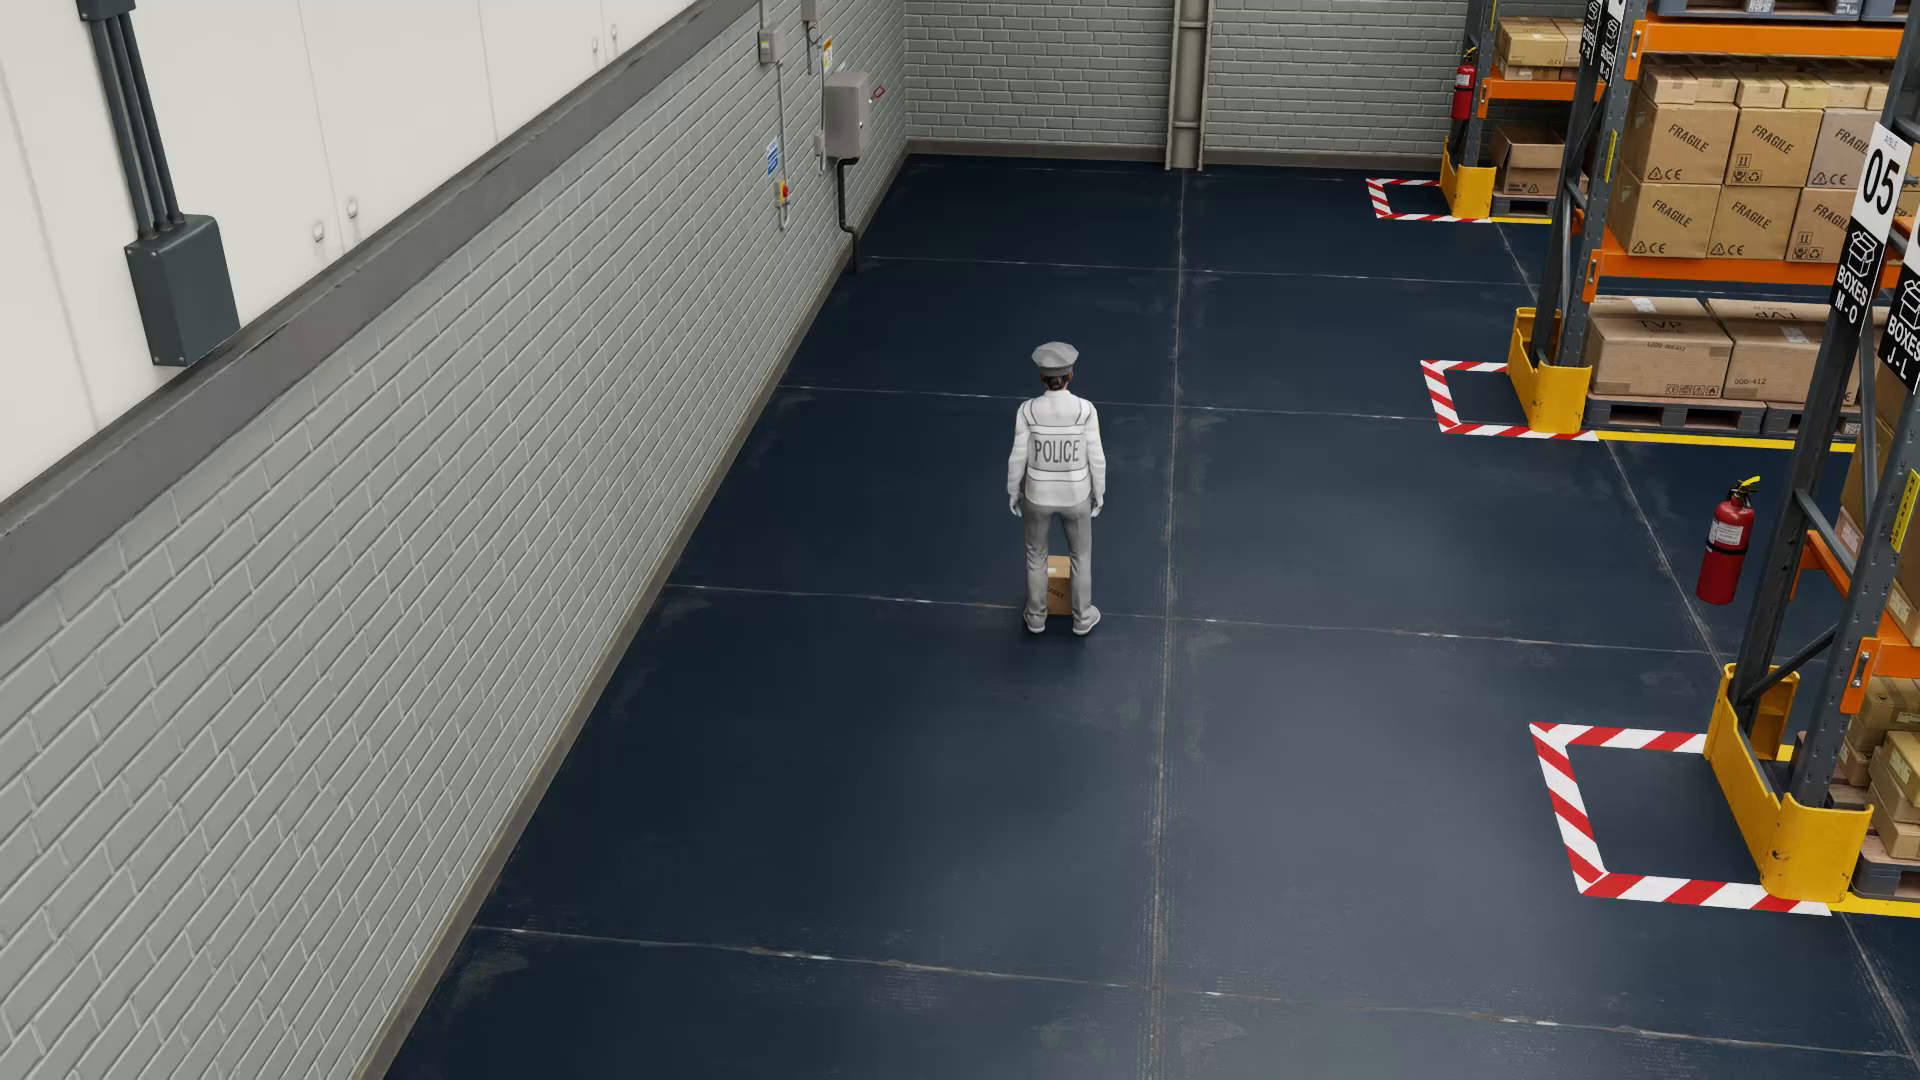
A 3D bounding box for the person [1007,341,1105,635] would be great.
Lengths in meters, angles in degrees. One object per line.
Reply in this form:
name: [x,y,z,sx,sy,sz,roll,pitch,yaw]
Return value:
person: [0.525,-0.244,9.069,0.544,1.663,0.376,2,29,3]
